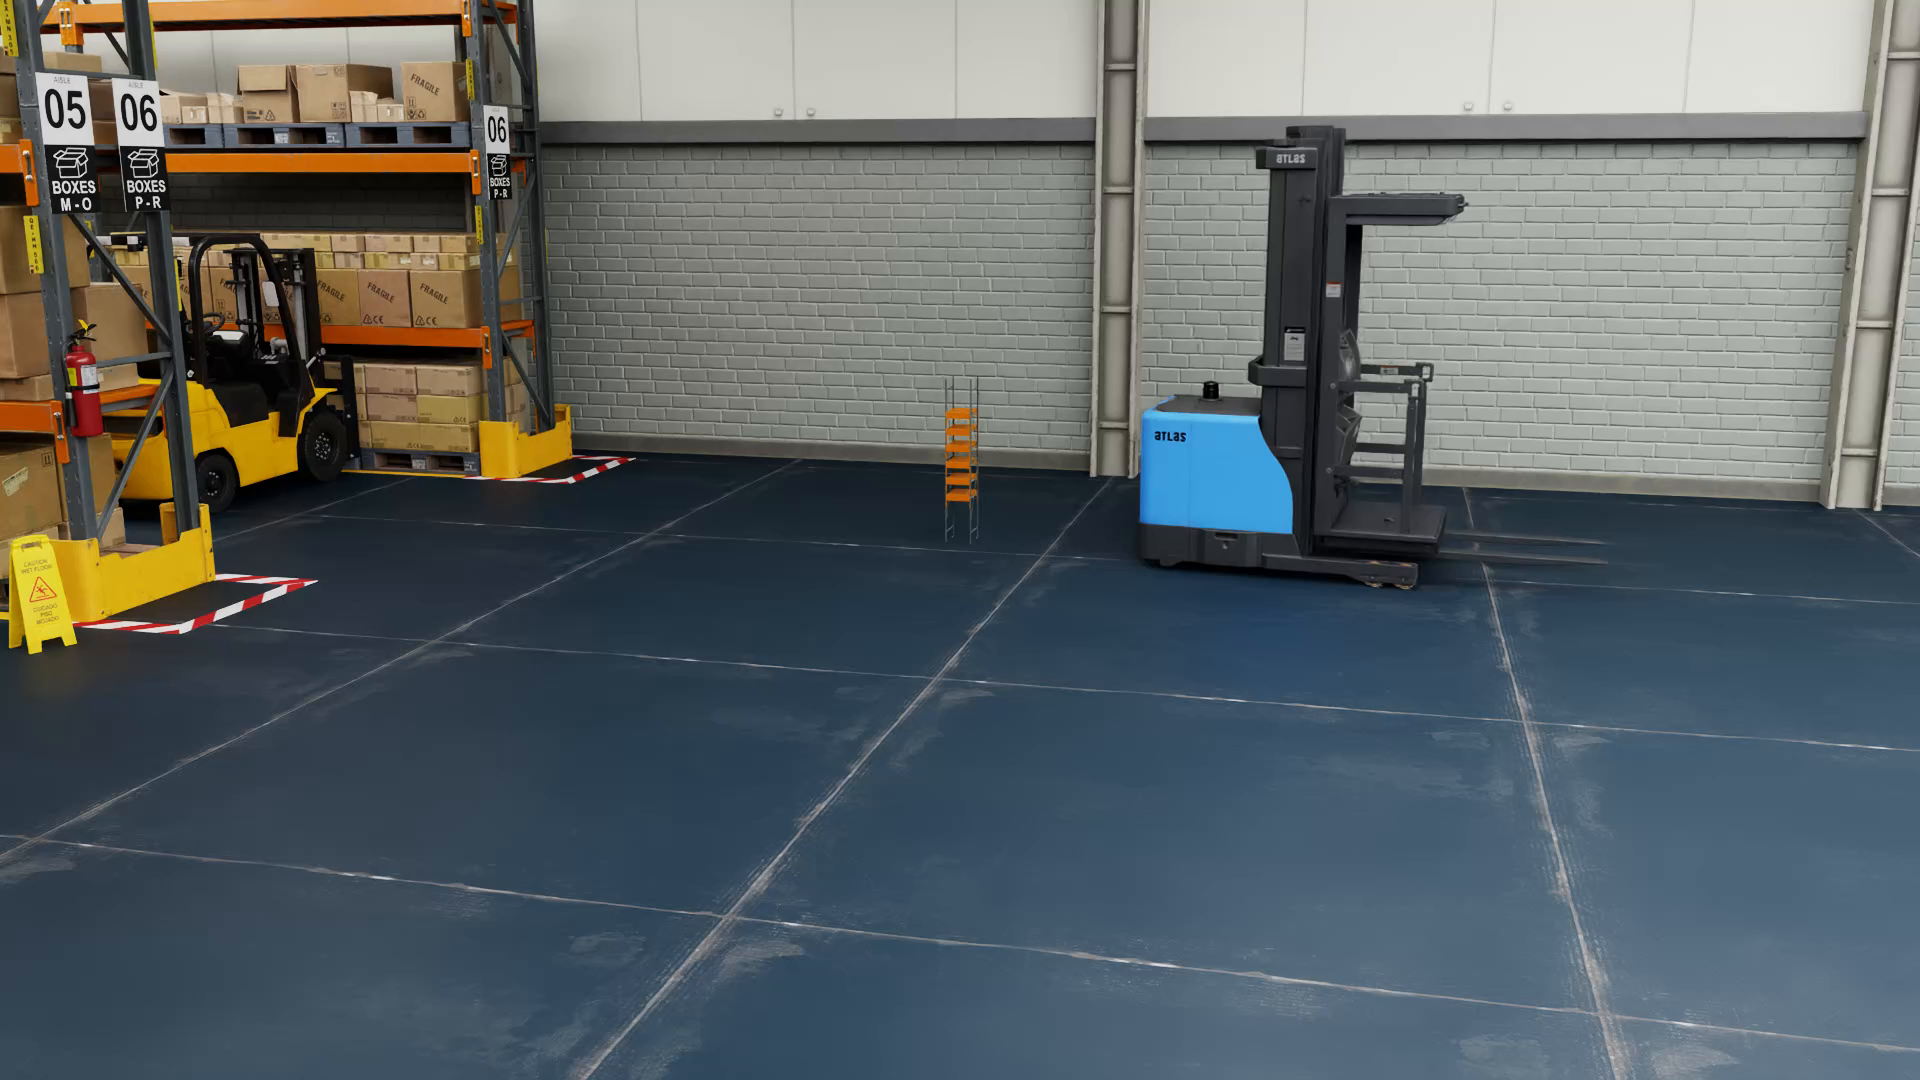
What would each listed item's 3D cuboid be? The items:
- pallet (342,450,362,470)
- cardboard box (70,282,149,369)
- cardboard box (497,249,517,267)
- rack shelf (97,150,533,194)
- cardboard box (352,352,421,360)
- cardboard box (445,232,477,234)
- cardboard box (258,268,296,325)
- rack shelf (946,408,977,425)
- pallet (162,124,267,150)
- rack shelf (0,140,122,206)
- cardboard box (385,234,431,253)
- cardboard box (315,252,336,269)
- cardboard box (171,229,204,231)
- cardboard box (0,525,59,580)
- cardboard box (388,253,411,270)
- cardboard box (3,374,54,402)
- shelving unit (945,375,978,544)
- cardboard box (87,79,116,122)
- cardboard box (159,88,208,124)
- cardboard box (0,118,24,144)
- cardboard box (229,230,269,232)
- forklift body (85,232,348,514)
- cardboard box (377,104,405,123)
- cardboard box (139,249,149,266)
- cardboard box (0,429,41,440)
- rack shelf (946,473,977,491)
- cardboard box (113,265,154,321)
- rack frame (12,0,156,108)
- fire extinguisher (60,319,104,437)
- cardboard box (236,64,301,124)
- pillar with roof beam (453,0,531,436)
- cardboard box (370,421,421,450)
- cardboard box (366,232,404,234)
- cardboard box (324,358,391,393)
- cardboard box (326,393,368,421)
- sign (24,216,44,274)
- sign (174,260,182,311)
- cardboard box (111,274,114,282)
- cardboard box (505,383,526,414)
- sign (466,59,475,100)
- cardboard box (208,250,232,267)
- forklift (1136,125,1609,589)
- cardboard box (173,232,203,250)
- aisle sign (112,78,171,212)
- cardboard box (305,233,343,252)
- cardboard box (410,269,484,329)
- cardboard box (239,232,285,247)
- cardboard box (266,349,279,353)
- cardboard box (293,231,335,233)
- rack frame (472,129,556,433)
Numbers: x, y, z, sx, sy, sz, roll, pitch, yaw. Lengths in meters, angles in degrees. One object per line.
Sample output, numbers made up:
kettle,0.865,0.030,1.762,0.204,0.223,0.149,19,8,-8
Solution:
pallet,-5.917,-0.871,15.671,1.213,0.211,1.003,3,13,14
cardboard box,-5.563,-1.370,10.568,0.500,0.500,0.500,3,13,13
cardboard box,-4.251,-2.575,15.187,0.250,0.149,0.380,3,13,12
rack shelf,-5.925,-3.355,15.164,4.000,0.370,1.077,3,13,14
cardboard box,-5.374,-1.606,15.619,0.500,0.250,0.500,3,13,13
cardboard box,-4.502,-2.738,15.232,0.250,0.149,0.380,4,13,15
cardboard box,-6.014,-2.236,15.155,0.500,0.500,0.500,3,13,14
rack shelf,0.014,-0.893,12.032,0.180,0.103,0.258,3,13,14
pallet,-7.033,-3.727,15.388,1.213,0.211,1.003,3,13,14
rack shelf,-7.111,-2.311,10.458,4.000,0.370,1.077,3,13,14
cardboard box,-4.889,-2.637,14.777,0.250,0.149,0.380,3,13,15
cardboard box,-5.639,-2.524,14.954,0.250,0.149,0.380,3,13,14
cardboard box,-7.485,-2.903,15.977,0.250,0.149,0.380,3,13,14
cardboard box,-6.042,0.057,10.429,0.500,0.250,0.500,3,13,13
cardboard box,-4.880,-2.495,14.828,0.250,0.149,0.380,3,13,15
cardboard box,-5.584,-0.945,10.149,0.250,0.149,0.380,4,13,15
shelving unit,0.014,-0.585,12.100,0.189,1.200,0.258,3,13,14
cardboard box,-5.594,-2.712,10.267,0.500,0.250,0.500,3,13,13
cardboard box,-7.118,-3.925,15.081,0.500,0.311,0.500,3,13,15
cardboard box,-5.583,-2.395,9.758,0.250,0.149,0.380,3,13,14
cardboard box,-6.733,-2.870,15.830,0.250,0.149,0.380,3,13,12
forklift body,-6.262,-1.438,13.749,1.214,2.155,2.313,3,13,14
cardboard box,-4.861,-3.712,14.495,0.250,0.149,0.380,3,13,12
cardboard box,-7.369,-2.626,15.414,0.250,0.149,0.380,3,13,15
cardboard box,-6.418,-0.450,10.982,0.500,0.500,0.500,3,13,11
rack shelf,0.014,-0.424,12.136,0.180,0.103,0.258,3,13,14
cardboard box,-7.499,-2.316,15.516,0.500,0.500,0.500,3,13,12
rack frame,-5.169,-4.022,9.587,0.127,3.000,1.000,3,13,14
fire extinguisher,-5.169,-0.953,9.782,0.183,0.674,0.296,3,13,14
cardboard box,-6.001,-3.990,14.930,0.637,0.503,0.797,3,13,15
pillar with roof beam,-5.475,-4.387,11.230,0.400,9.000,9.100,3,13,14
cardboard box,-4.996,-0.986,15.131,0.500,0.250,0.500,3,13,14
cardboard box,-5.263,-2.766,15.362,0.250,0.149,0.380,3,13,15
cardboard box,-5.495,-1.496,15.121,0.500,0.250,0.500,3,13,14
cardboard box,-5.522,-1.254,15.187,0.500,0.250,0.500,3,13,12
sign,-5.322,-1.697,9.556,0.005,0.325,0.100,3,13,14
sign,-5.039,-1.630,10.658,0.005,0.325,0.100,3,13,14
cardboard box,-8.298,-2.596,16.202,0.500,0.250,0.500,3,13,13
cardboard box,-4.390,-1.312,15.448,0.500,0.250,0.500,3,13,15
sign,-4.127,-3.882,14.020,0.005,0.325,0.100,3,13,14
cardboard box,-6.633,-2.576,15.189,0.250,0.149,0.380,3,13,13
forklift,2.786,-1.240,11.057,3.031,2.935,1.130,4,13,19
cardboard box,-7.104,-2.771,15.383,0.250,0.149,0.380,3,13,12
aisle sign,-5.035,-2.425,10.235,0.004,0.787,0.394,3,13,14
cardboard box,-5.645,-2.668,14.917,0.250,0.149,0.380,3,13,15
cardboard box,-4.524,-2.157,14.798,0.500,0.500,0.500,3,13,12
cardboard box,-6.359,-2.727,15.183,0.250,0.149,0.380,3,13,13
cardboard box,-6.847,-1.688,15.986,0.500,0.250,0.500,3,13,13
cardboard box,-6.011,-2.810,15.558,0.250,0.149,0.380,3,13,15
rack frame,-3.984,-2.138,14.943,0.127,3.000,1.000,3,13,14
